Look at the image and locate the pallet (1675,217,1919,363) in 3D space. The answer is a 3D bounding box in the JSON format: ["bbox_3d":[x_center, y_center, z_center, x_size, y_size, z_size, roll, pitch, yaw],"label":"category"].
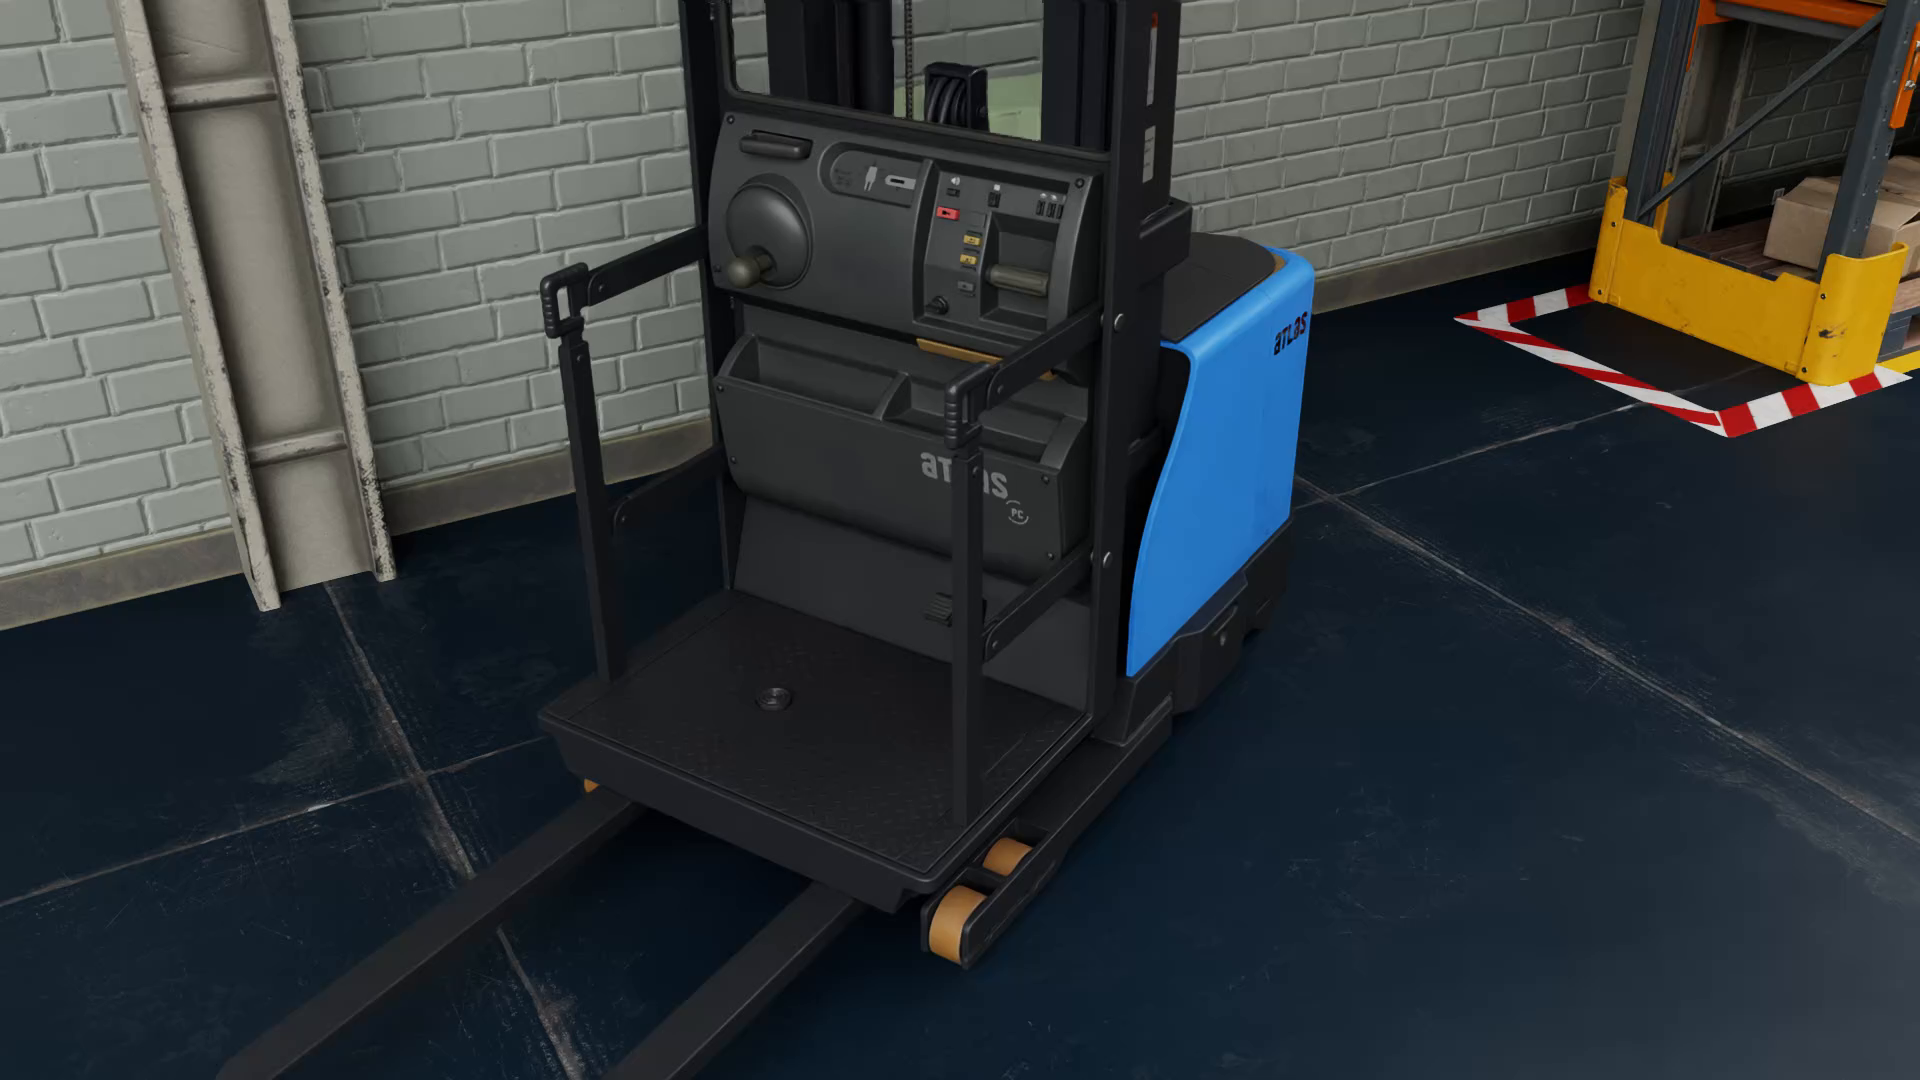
[{"bbox_3d":[3.839,-1.134,7.086,1.213,0.211,1.003,-16,33,-26],"label":"pallet"}]

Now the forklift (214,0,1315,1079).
[{"bbox_3d":[-0.261,-0.627,3.352,1.130,2.935,3.031,17,33,28],"label":"forklift"}]

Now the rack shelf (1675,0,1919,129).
[{"bbox_3d":[4.780,-2.327,7.106,4.000,0.370,1.077,-16,33,-26],"label":"rack shelf"}]

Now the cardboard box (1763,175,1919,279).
[{"bbox_3d":[3.697,-1.299,6.827,0.500,0.311,0.500,-20,35,-32],"label":"cardboard box"}]

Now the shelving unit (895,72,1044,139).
[{"bbox_3d":[0.051,-0.839,5.217,0.755,1.500,0.431,-12,31,-21],"label":"shelving unit"}]

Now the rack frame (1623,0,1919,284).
[{"bbox_3d":[3.055,-2.152,6.045,0.127,3.000,1.000,-16,33,-26],"label":"rack frame"}]

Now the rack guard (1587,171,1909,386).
[{"bbox_3d":[3.121,-1.076,6.683,0.348,0.500,1.175,-16,33,-26],"label":"rack guard"}]

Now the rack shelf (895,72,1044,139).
[{"bbox_3d":[0.051,-1.181,5.029,0.720,0.370,0.431,-12,31,-21],"label":"rack shelf"}]

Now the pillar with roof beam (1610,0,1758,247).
[{"bbox_3d":[5.401,-3.517,2.309,0.400,9.000,9.100,-16,33,-26],"label":"pillar with roof beam"}]

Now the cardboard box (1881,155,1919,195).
[{"bbox_3d":[4.189,-1.439,7.080,0.500,0.311,0.500,-13,31,-22],"label":"cardboard box"}]

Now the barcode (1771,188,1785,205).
[{"bbox_3d":[3.510,-1.474,7.135,0.075,0.075,0.001,-16,33,-26],"label":"barcode"}]
